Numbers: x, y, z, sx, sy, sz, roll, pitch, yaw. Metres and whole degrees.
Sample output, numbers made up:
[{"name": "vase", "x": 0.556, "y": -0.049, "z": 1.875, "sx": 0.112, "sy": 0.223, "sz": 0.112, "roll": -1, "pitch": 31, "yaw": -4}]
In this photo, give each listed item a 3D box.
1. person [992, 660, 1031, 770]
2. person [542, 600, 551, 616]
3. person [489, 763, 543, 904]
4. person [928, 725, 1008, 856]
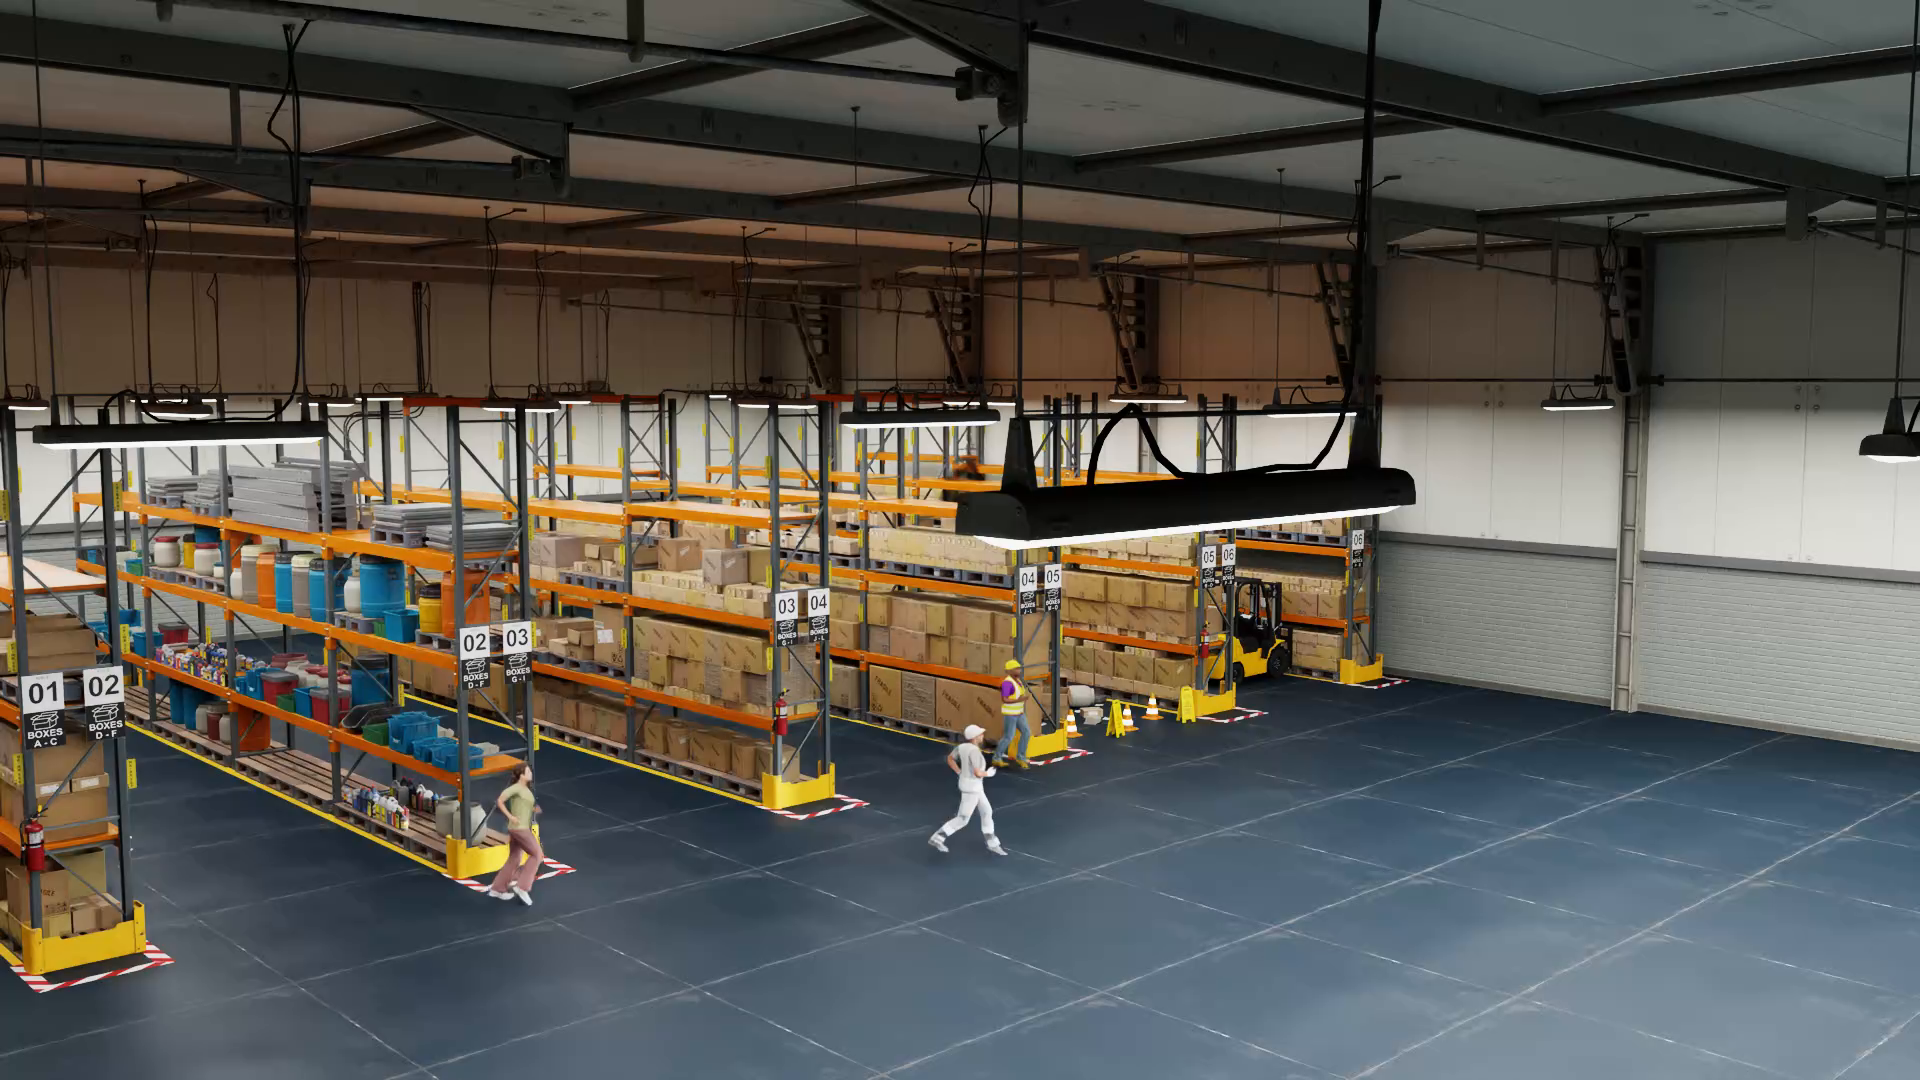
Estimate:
[{"name": "person", "x": 0.854, "y": 2.861, "z": 26.939, "sx": 0.670, "sy": 1.852, "sz": 0.694, "roll": 3, "pitch": 6, "yaw": 26}, {"name": "person", "x": -10.147, "y": 1.550, "z": 40.929, "sx": 0.701, "sy": 1.693, "sz": 0.598, "roll": 5, "pitch": 8, "yaw": 43}, {"name": "person", "x": -5.419, "y": 3.561, "z": 20.282, "sx": 0.651, "sy": 1.682, "sz": 0.609, "roll": -1, "pitch": 6, "yaw": -10}, {"name": "person", "x": 0.116, "y": 3.335, "z": 21.877, "sx": 1.088, "sy": 1.818, "sz": 0.619, "roll": -1, "pitch": 6, "yaw": -8}]
